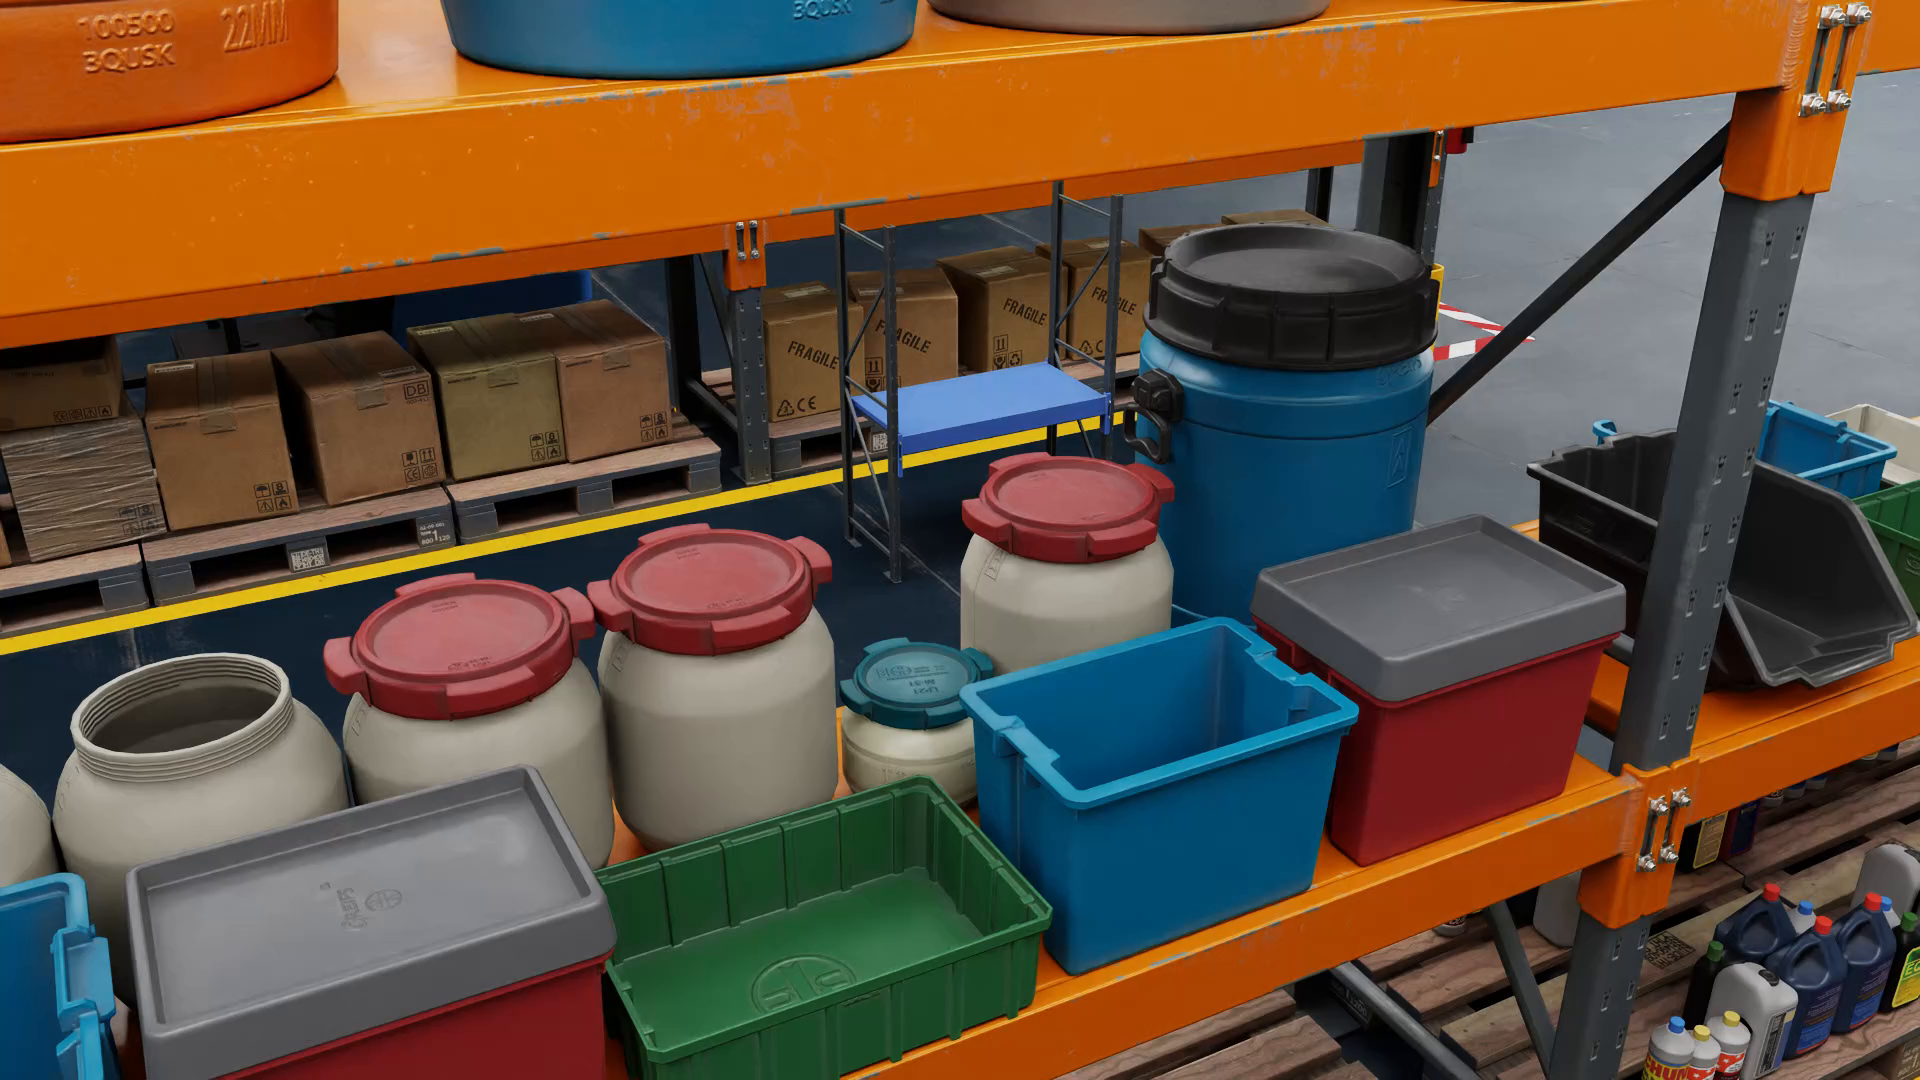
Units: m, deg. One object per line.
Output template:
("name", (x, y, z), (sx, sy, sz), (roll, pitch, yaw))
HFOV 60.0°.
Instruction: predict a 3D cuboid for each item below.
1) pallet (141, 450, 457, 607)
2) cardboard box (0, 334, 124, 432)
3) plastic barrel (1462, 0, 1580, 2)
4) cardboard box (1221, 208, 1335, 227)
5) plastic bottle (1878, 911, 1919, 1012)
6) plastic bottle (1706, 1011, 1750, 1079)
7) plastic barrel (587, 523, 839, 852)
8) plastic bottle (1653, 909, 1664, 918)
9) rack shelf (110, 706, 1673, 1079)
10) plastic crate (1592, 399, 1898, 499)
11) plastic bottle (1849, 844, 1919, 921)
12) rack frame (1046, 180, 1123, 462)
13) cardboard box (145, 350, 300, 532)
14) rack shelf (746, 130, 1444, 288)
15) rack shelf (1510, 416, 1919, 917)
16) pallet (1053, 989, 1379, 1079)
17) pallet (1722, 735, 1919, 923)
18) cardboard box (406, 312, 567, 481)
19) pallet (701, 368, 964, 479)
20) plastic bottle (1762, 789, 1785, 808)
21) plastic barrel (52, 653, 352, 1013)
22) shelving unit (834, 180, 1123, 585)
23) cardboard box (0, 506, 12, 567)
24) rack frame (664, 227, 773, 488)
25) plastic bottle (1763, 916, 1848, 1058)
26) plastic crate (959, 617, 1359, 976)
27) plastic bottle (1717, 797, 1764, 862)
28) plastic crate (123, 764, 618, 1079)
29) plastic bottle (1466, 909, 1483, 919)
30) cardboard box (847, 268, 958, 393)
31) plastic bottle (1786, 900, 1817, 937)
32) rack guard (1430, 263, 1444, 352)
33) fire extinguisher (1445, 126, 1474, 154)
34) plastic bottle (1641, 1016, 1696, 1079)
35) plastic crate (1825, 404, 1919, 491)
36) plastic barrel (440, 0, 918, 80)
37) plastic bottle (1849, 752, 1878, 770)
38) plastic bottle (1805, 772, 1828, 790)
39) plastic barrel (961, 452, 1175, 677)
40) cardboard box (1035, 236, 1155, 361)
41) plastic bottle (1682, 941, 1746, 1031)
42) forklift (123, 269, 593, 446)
("pallet", (-2.935, -0.133, 7.284), (1.213, 0.211, 1.003), (-13, 29, -25))
("cardboard box", (-3.660, -0.654, 6.660), (0.500, 0.250, 0.500), (-10, 27, -19))
("plastic barrel", (0.813, -1.300, 2.447), (0.708, 0.901, 0.600), (-13, 29, -25))
("cardboard box", (1.799, -1.556, 9.428), (0.500, 0.500, 0.500), (-8, 27, -16))
("plastic bottle", (2.399, 1.056, 4.215), (0.133, 0.283, 0.061), (-12, 28, -23))
("plastic bottle", (1.826, 1.216, 3.976), (0.097, 0.201, 0.097), (0, 26, 0))
("plastic barrel", (-0.435, 0.291, 3.021), (0.433, 0.535, 0.433), (0, 26, 0))
("plastic bottle", (1.853, 0.893, 4.564), (0.135, 0.276, 0.152), (-13, 29, -25))
("rack shelf", (-0.605, 0.824, 2.900), (4.000, 0.370, 1.077), (-13, 29, -25))
("plastic crate", (2.008, -0.170, 4.310), (0.616, 0.251, 0.499), (-13, 29, -25))
("plastic bottle", (2.517, 0.939, 4.467), (0.135, 0.276, 0.152), (-13, 29, -25))
("rack frame", (0.524, -0.797, 7.177), (0.032, 1.500, 0.500), (-13, 29, -25))
("cardboard box", (-3.139, -0.436, 7.073), (0.500, 0.500, 0.700), (-11, 28, -21))
("rack shelf", (0.593, -1.883, 8.537), (4.000, 0.370, 1.077), (-13, 29, -25))
("rack shelf", (2.924, 0.009, 4.597), (4.000, 0.370, 1.077), (-13, 29, -25))
("pallet", (0.485, 1.524, 3.832), (1.213, 0.211, 1.003), (-13, 29, -25))
("pallet", (2.849, 0.978, 4.969), (1.213, 0.211, 1.003), (-13, 29, -25))
("cardboard box", (-2.153, -0.664, 7.548), (0.500, 0.500, 0.700), (-13, 29, -25))
("pallet", (-0.595, -0.693, 8.449), (1.213, 0.211, 1.003), (-13, 29, -25))
("plastic bottle", (2.464, 0.701, 5.049), (0.097, 0.201, 0.097), (0, 26, 0))
("plastic barrel", (-1.191, 0.479, 2.657), (0.421, 0.512, 0.421), (0, 26, 0))
("shelving unit", (0.075, -0.693, 6.962), (1.048, 1.500, 0.538), (-13, 29, -25))
("cardboard box", (-4.119, -0.200, 6.582), (0.500, 0.500, 0.700), (-15, 29, -28))
("rack frame", (-1.171, -1.800, 7.533), (0.127, 3.000, 1.000), (-13, 29, -25))
("plastic bottle", (2.067, 1.082, 4.083), (0.185, 0.351, 0.144), (-12, 28, -24))
("plastic crate", (0.332, 0.443, 2.881), (0.575, 0.384, 0.392), (-13, 29, -25))
("plastic bottle", (2.242, 0.781, 4.788), (0.133, 0.283, 0.061), (-13, 29, -25))
("plastic crate", (-0.800, 0.666, 2.324), (0.583, 0.464, 0.402), (-13, 29, -25))
("plastic bottle", (1.429, 0.894, 4.552), (0.133, 0.283, 0.061), (-11, 28, -23))
("cardboard box", (-0.298, -1.048, 8.370), (0.500, 0.500, 0.500), (-4, 26, -9))
("plastic bottle", (2.138, 1.042, 4.258), (0.097, 0.271, 0.097), (0, 26, 0))
("rack guard", (2.291, -1.472, 9.738), (0.348, 0.500, 1.175), (-13, 29, -25))
("fire extinguisher", (2.676, -2.427, 8.928), (0.183, 0.674, 0.296), (-13, 29, -25))
("plastic bottle", (1.647, 1.226, 3.875), (0.097, 0.271, 0.097), (0, 26, 0))
("plastic crate", (2.473, -0.217, 4.540), (0.437, 0.136, 0.530), (-13, 29, -25))
("plastic barrel", (-0.341, -1.033, 1.892), (0.708, 0.901, 0.600), (-13, 29, -25))
("plastic bottle", (2.851, 0.612, 5.235), (0.097, 0.201, 0.097), (0, 26, 0))
("plastic bottle", (2.640, 0.629, 5.118), (0.097, 0.271, 0.097), (0, 26, 0))
("plastic barrel", (0.212, 0.142, 3.332), (0.433, 0.535, 0.433), (0, 26, 0))
("cardboard box", (0.727, -1.301, 8.897), (0.500, 0.500, 0.500), (-10, 27, -20))
("plastic bottle", (1.869, 1.104, 4.115), (0.133, 0.283, 0.061), (-13, 29, -25))
("forklift", (-3.448, -1.980, 7.988), (3.031, 2.935, 1.130), (-14, 29, -26))
